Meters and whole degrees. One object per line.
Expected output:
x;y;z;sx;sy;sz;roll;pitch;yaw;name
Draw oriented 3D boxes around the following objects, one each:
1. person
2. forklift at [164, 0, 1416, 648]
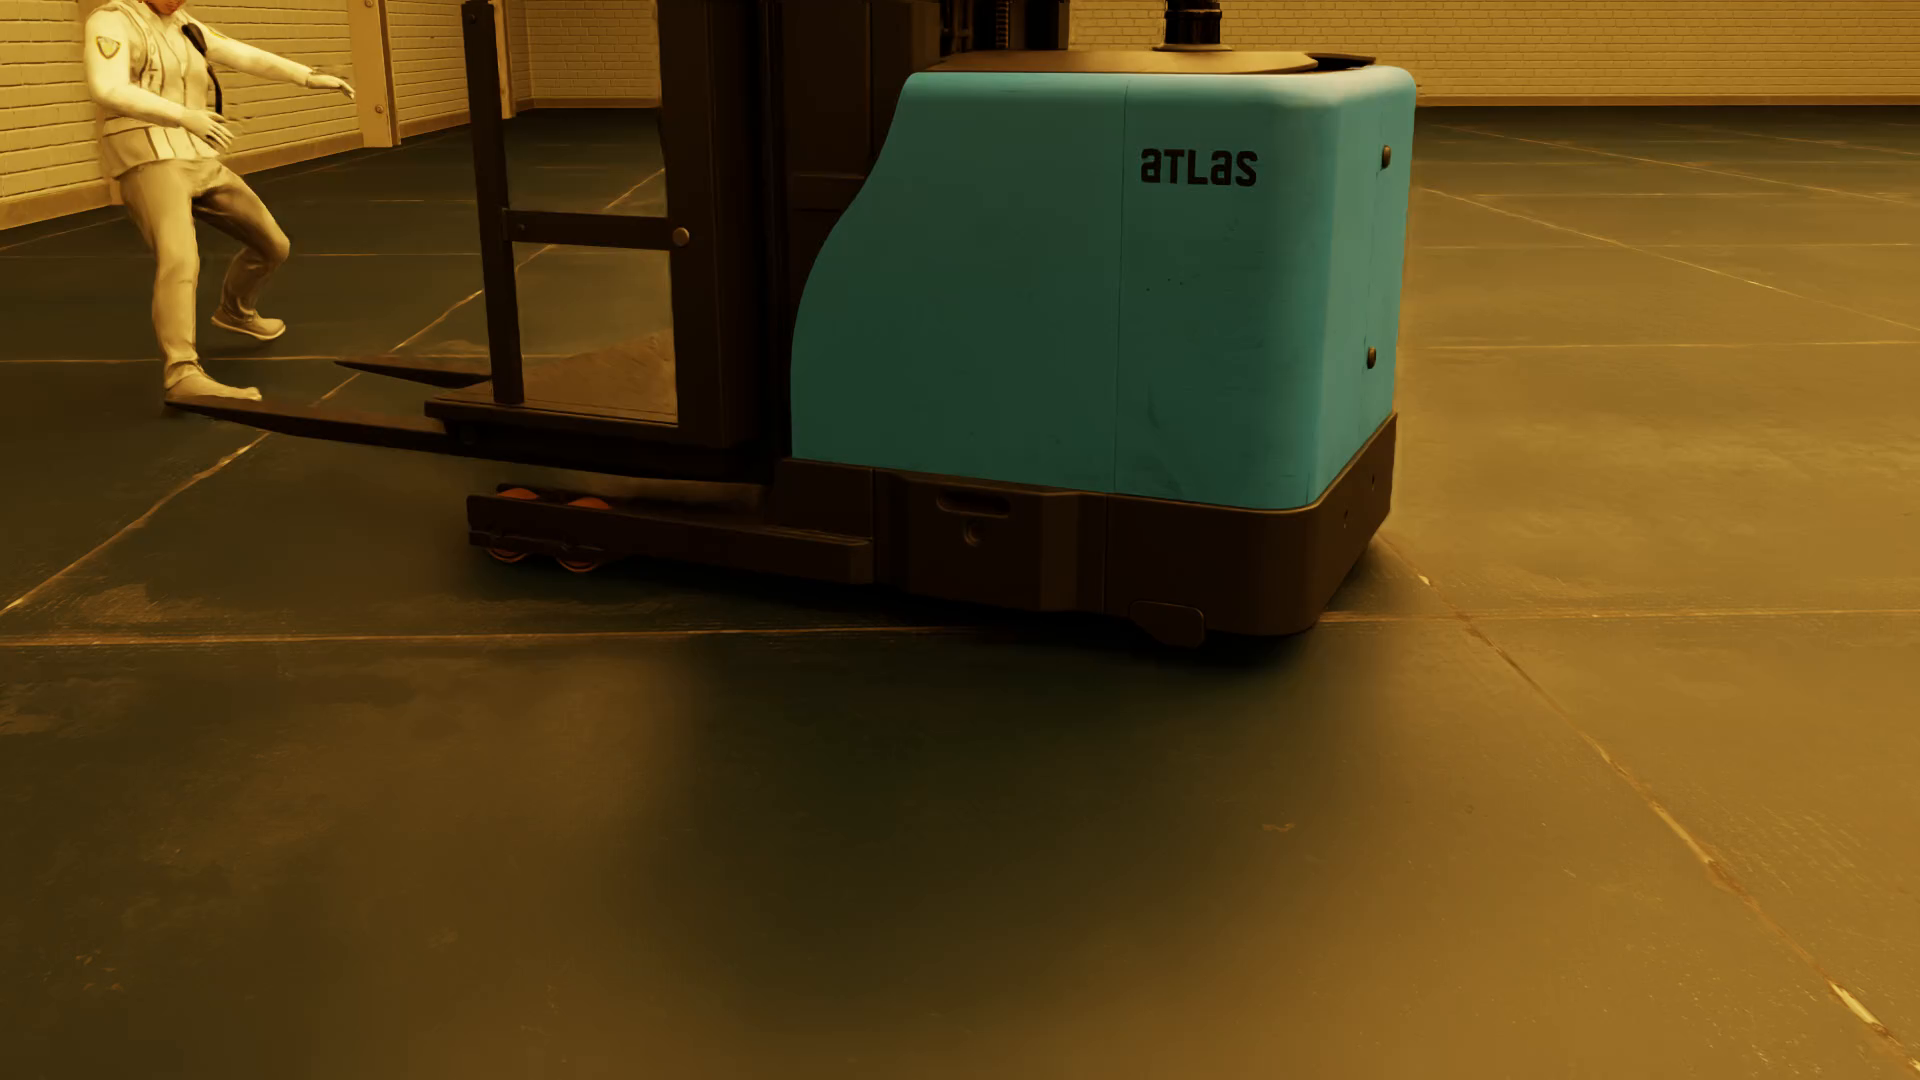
-2.507;-1.289;5.601;0.793;1.473;1.243;4;17;12;person
-0.556;-1.461;3.684;3.031;2.935;1.130;7;18;22;forklift
